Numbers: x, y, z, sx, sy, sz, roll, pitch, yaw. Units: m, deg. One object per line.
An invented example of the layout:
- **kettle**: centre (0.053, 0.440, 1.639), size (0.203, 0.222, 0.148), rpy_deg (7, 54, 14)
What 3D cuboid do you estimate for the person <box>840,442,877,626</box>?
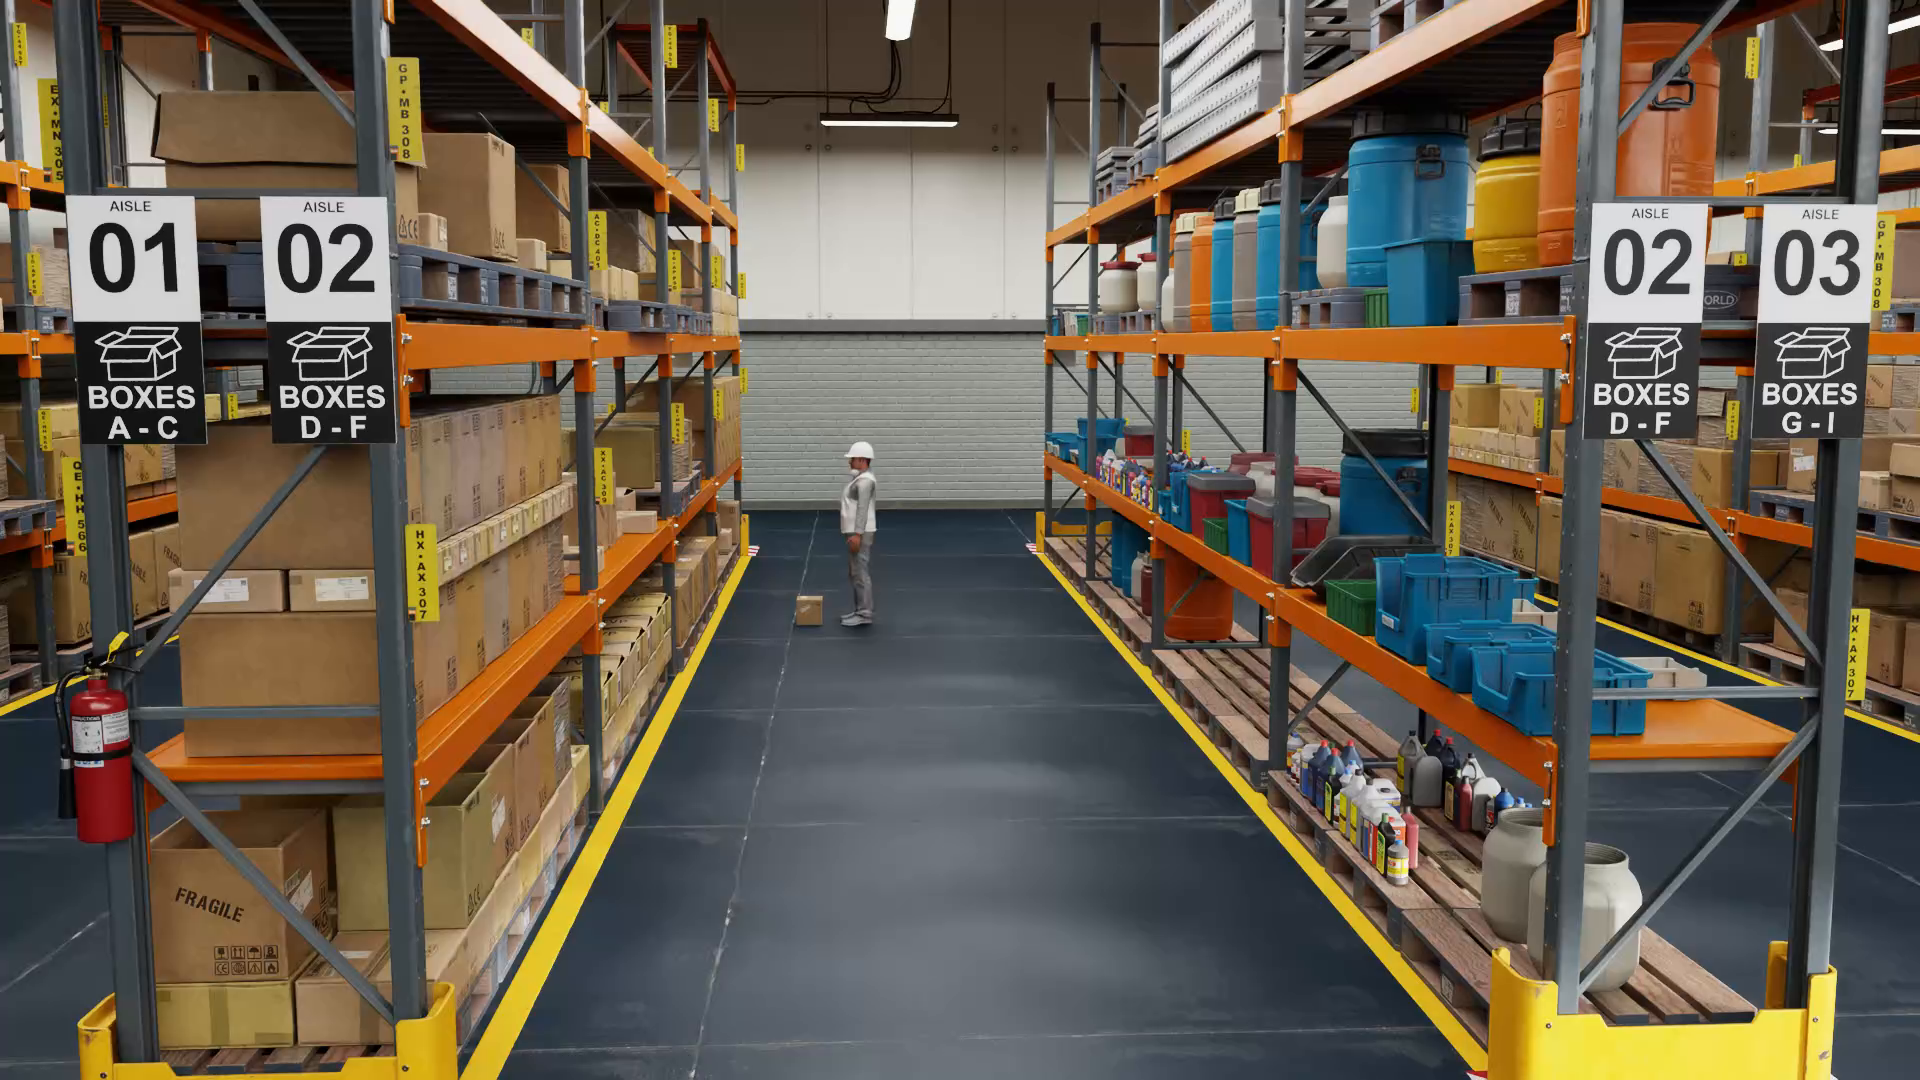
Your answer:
- **person**: centre (-0.993, -0.064, 16.193), size (0.375, 1.780, 0.536), rpy_deg (0, 7, -2)
